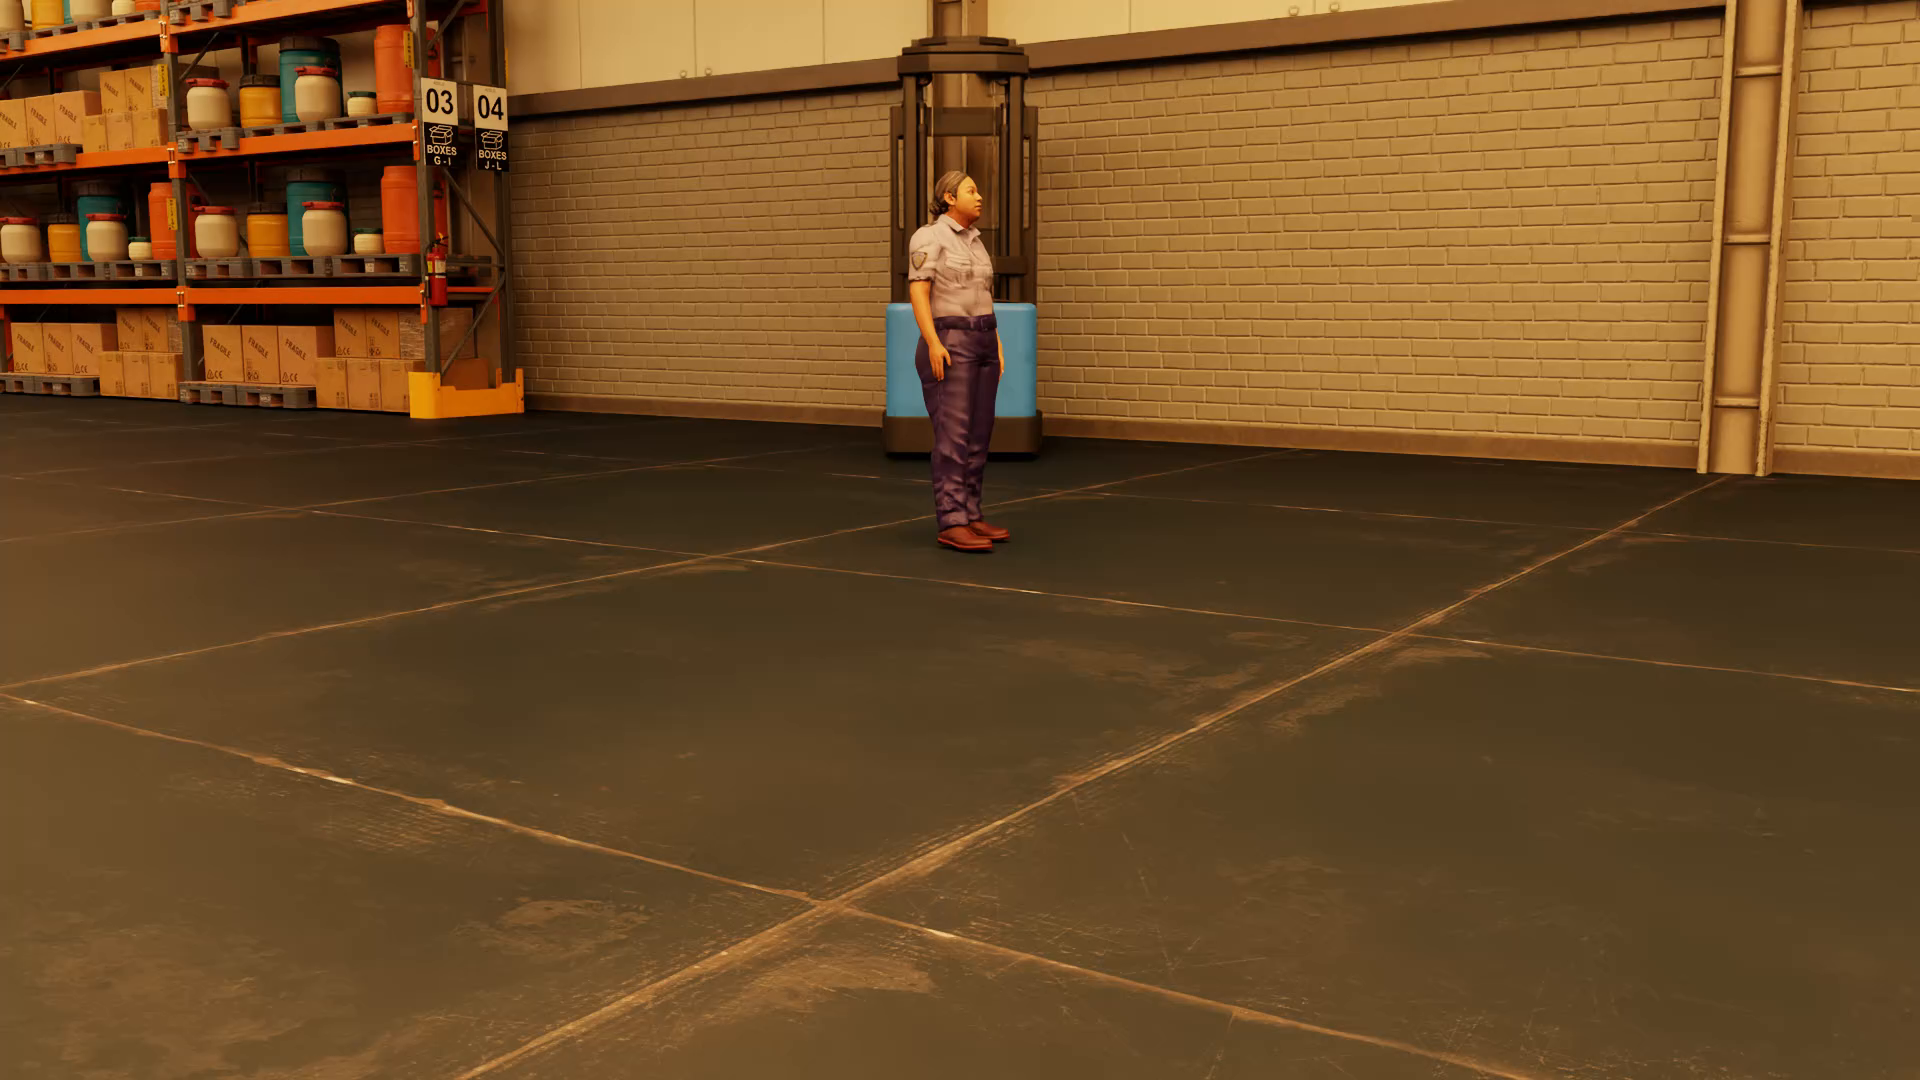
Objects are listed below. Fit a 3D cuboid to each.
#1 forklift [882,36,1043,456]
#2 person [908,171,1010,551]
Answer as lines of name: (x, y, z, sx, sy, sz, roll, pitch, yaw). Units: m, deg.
forklift: (0.033, -2.183, 12.547, 1.130, 2.935, 3.031, 0, 8, 1)
person: (0.061, -0.808, 7.419, 0.503, 1.637, 0.598, 5, 10, 34)
